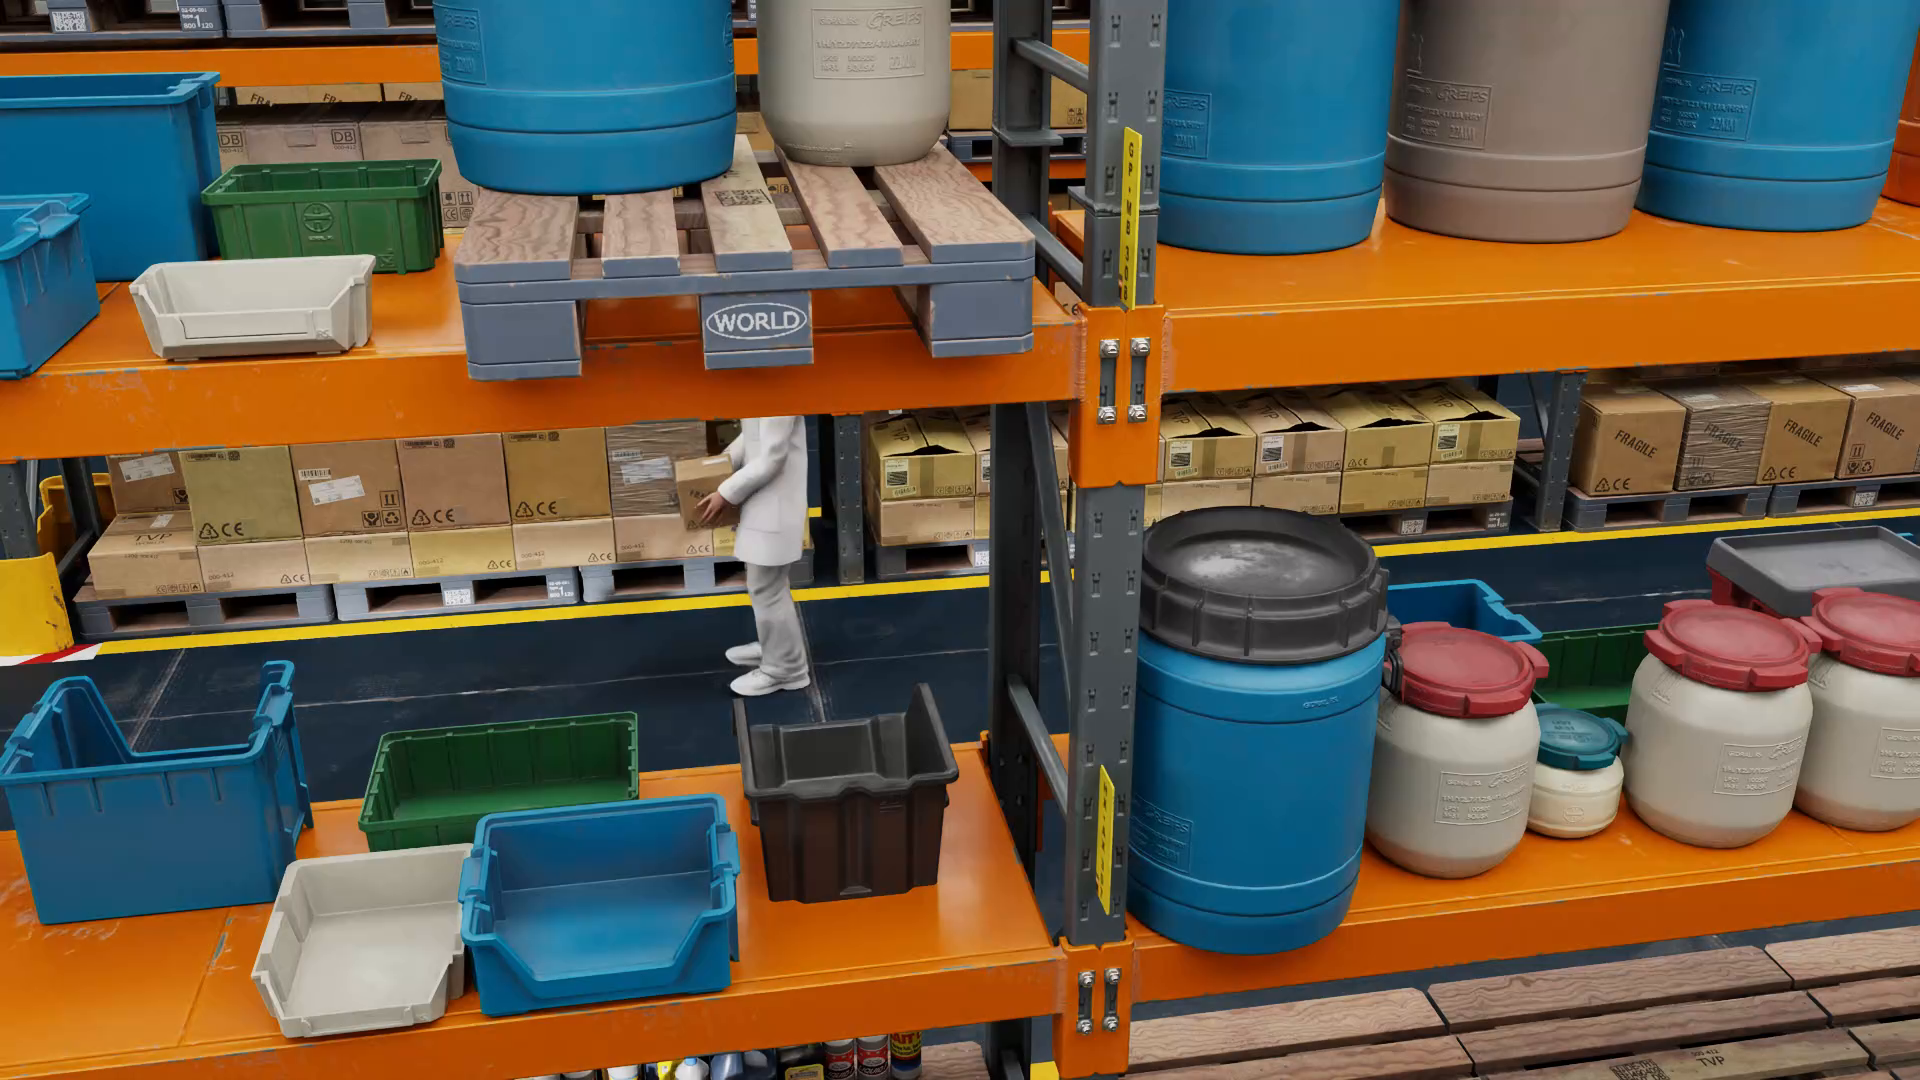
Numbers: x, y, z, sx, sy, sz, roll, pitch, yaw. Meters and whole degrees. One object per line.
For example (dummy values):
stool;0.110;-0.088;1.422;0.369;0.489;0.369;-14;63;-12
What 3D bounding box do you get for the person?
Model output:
person;-0.934;-0.169;7.503;0.499;1.782;0.566;-4;23;-10
